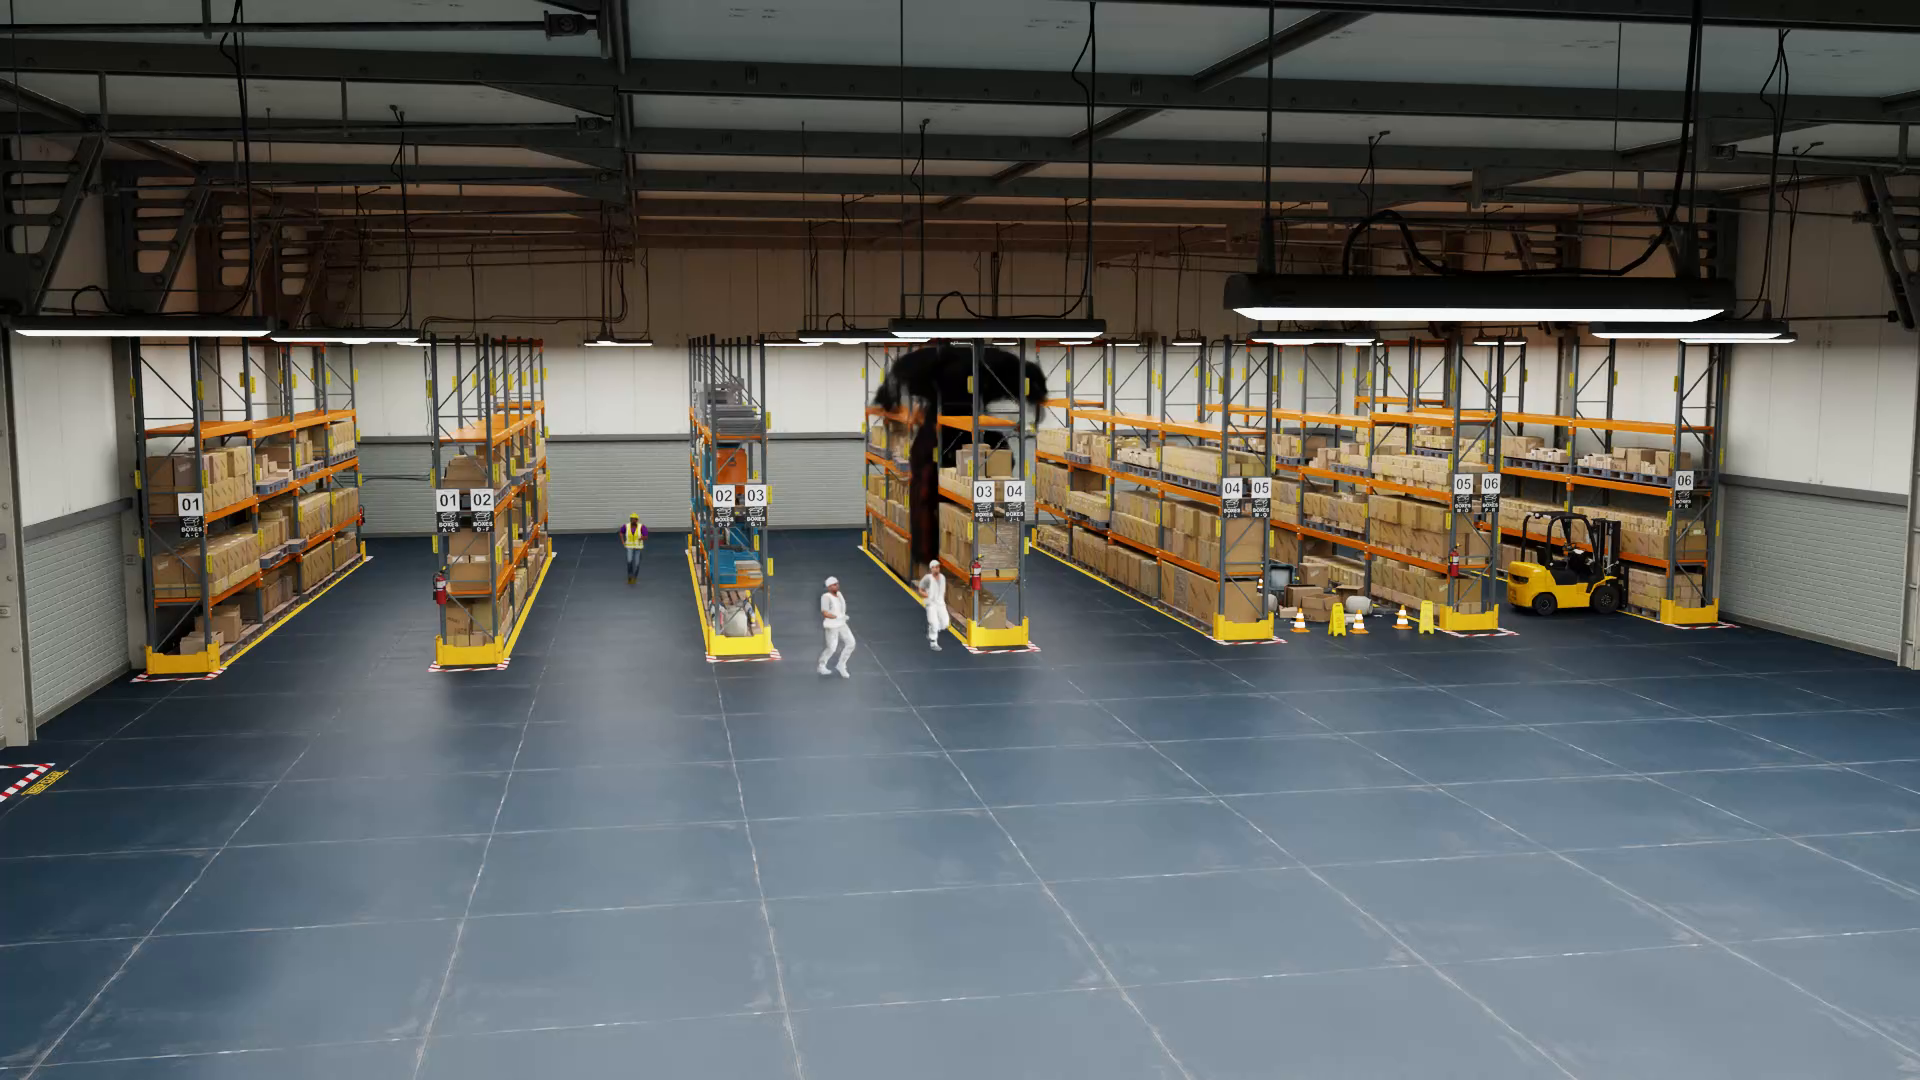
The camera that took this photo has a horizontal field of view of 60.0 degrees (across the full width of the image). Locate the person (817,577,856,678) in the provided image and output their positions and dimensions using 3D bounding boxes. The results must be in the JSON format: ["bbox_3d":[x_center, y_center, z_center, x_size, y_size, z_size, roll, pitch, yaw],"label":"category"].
[{"bbox_3d":[-2.172,1.529,29.111,0.724,1.795,0.689,4,8,32],"label":"person"}]

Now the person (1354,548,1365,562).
[{"bbox_3d":[10.286,0.021,42.440,0.587,1.661,0.631,-1,7,-10],"label":"person"}]

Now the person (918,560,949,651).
[{"bbox_3d":[-0.479,1.243,31.688,0.660,1.744,0.614,-4,8,-34],"label":"person"}]

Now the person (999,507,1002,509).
[{"bbox_3d":[1.032,-0.072,43.714,0.580,1.668,1.045,-2,7,-13],"label":"person"}]

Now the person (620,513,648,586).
[{"bbox_3d":[-7.932,0.219,40.513,0.681,1.763,0.749,-1,7,-13],"label":"person"}]
